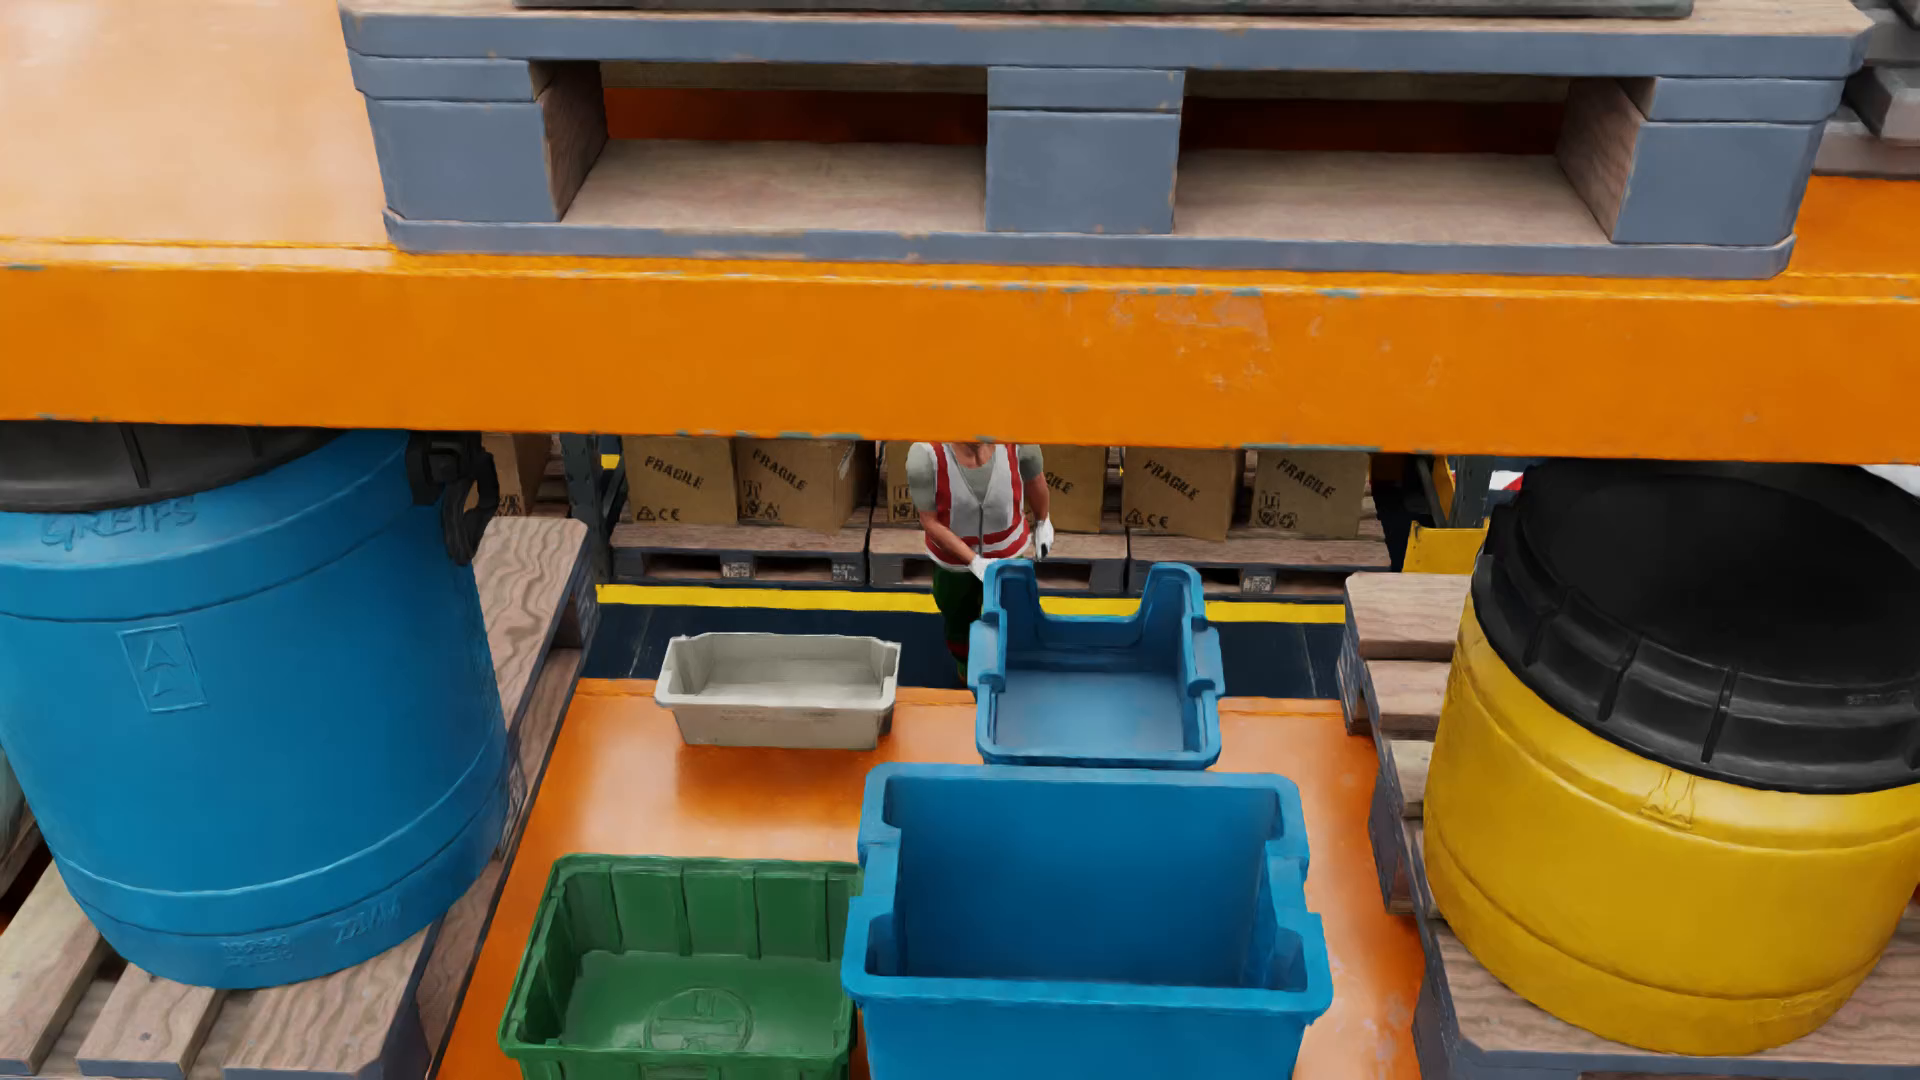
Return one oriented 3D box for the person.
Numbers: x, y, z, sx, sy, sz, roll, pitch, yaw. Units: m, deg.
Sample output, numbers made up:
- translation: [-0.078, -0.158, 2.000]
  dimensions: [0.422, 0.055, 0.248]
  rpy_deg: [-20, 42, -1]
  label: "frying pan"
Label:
- translation: [0.096, 0.069, 6.515]
  dimensions: [0.603, 1.772, 0.721]
  rpy_deg: [-3, 36, -5]
  label: "person"
